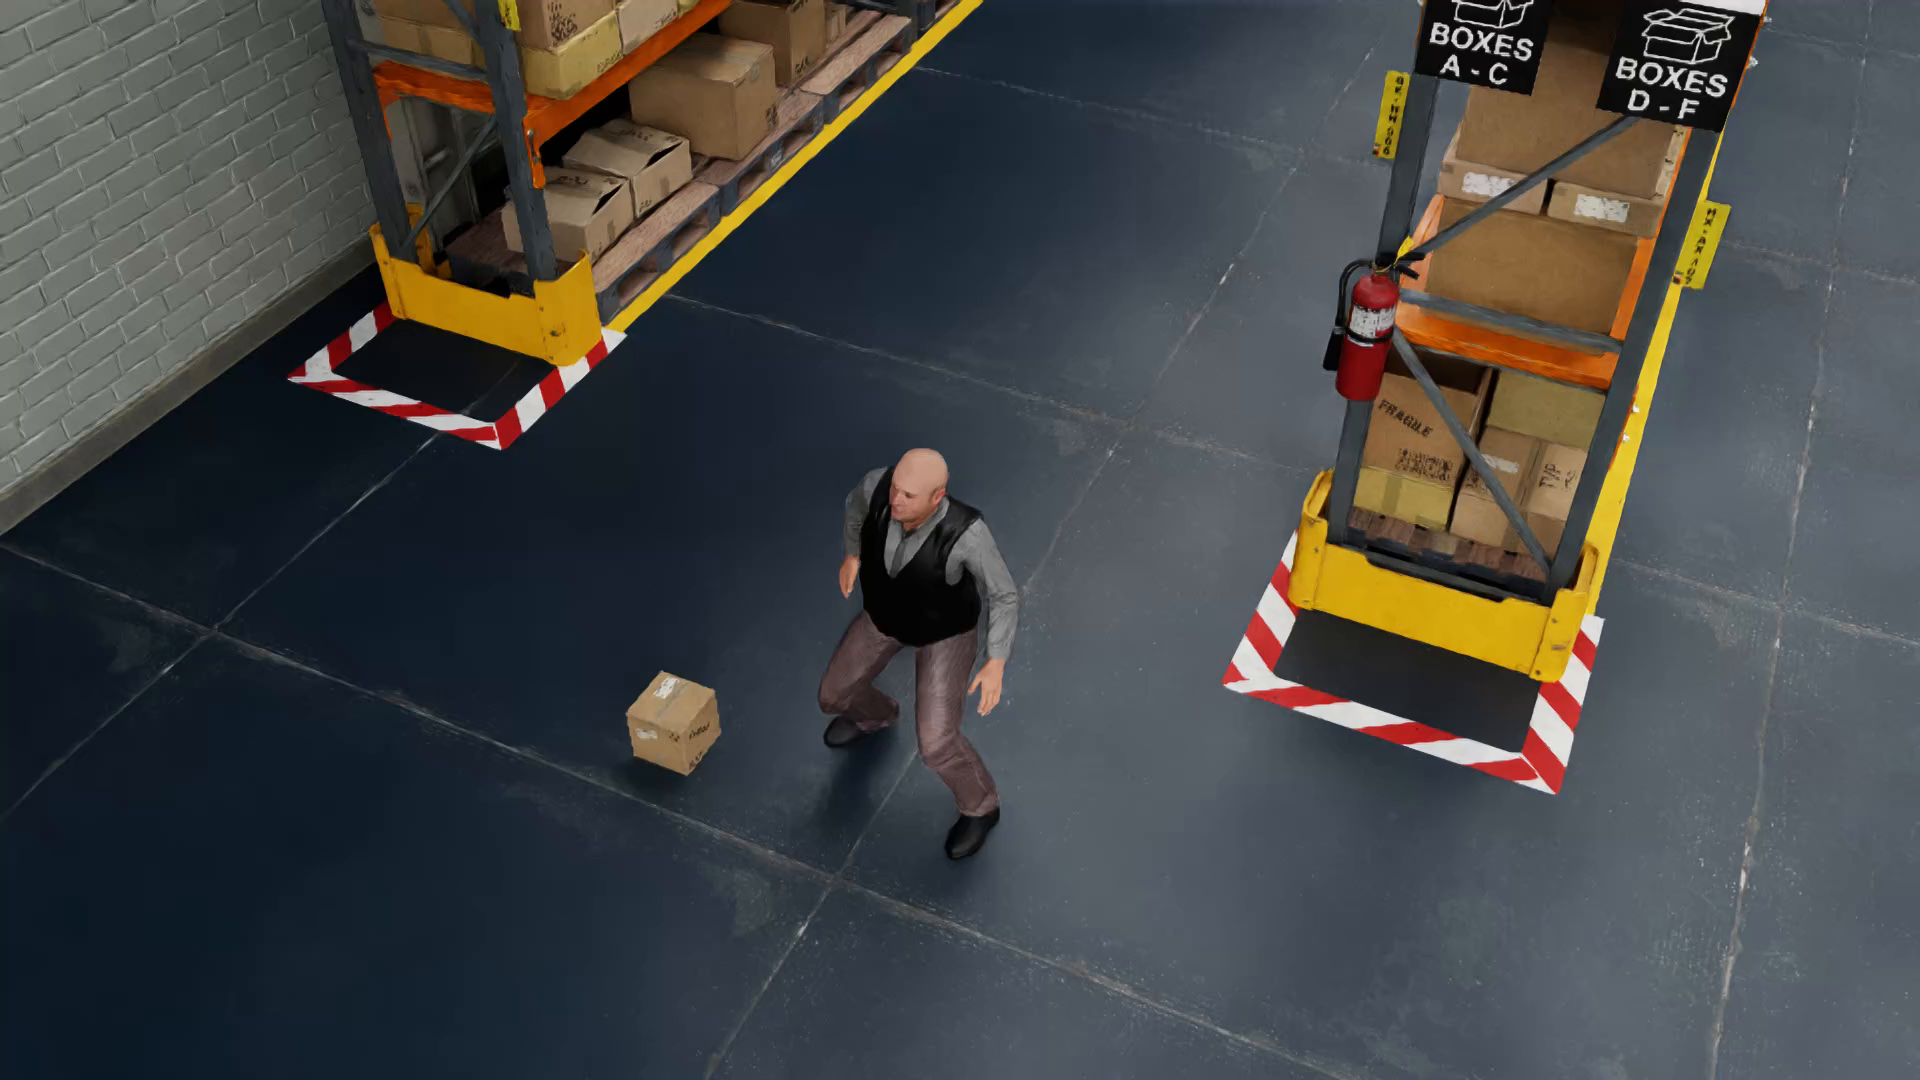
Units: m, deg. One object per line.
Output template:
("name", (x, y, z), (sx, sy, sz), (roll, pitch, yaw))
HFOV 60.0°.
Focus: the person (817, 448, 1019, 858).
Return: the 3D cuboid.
("person", (-0.159, 0.347, 5.968), (0.828, 1.504, 0.548), (26, 48, 26))
